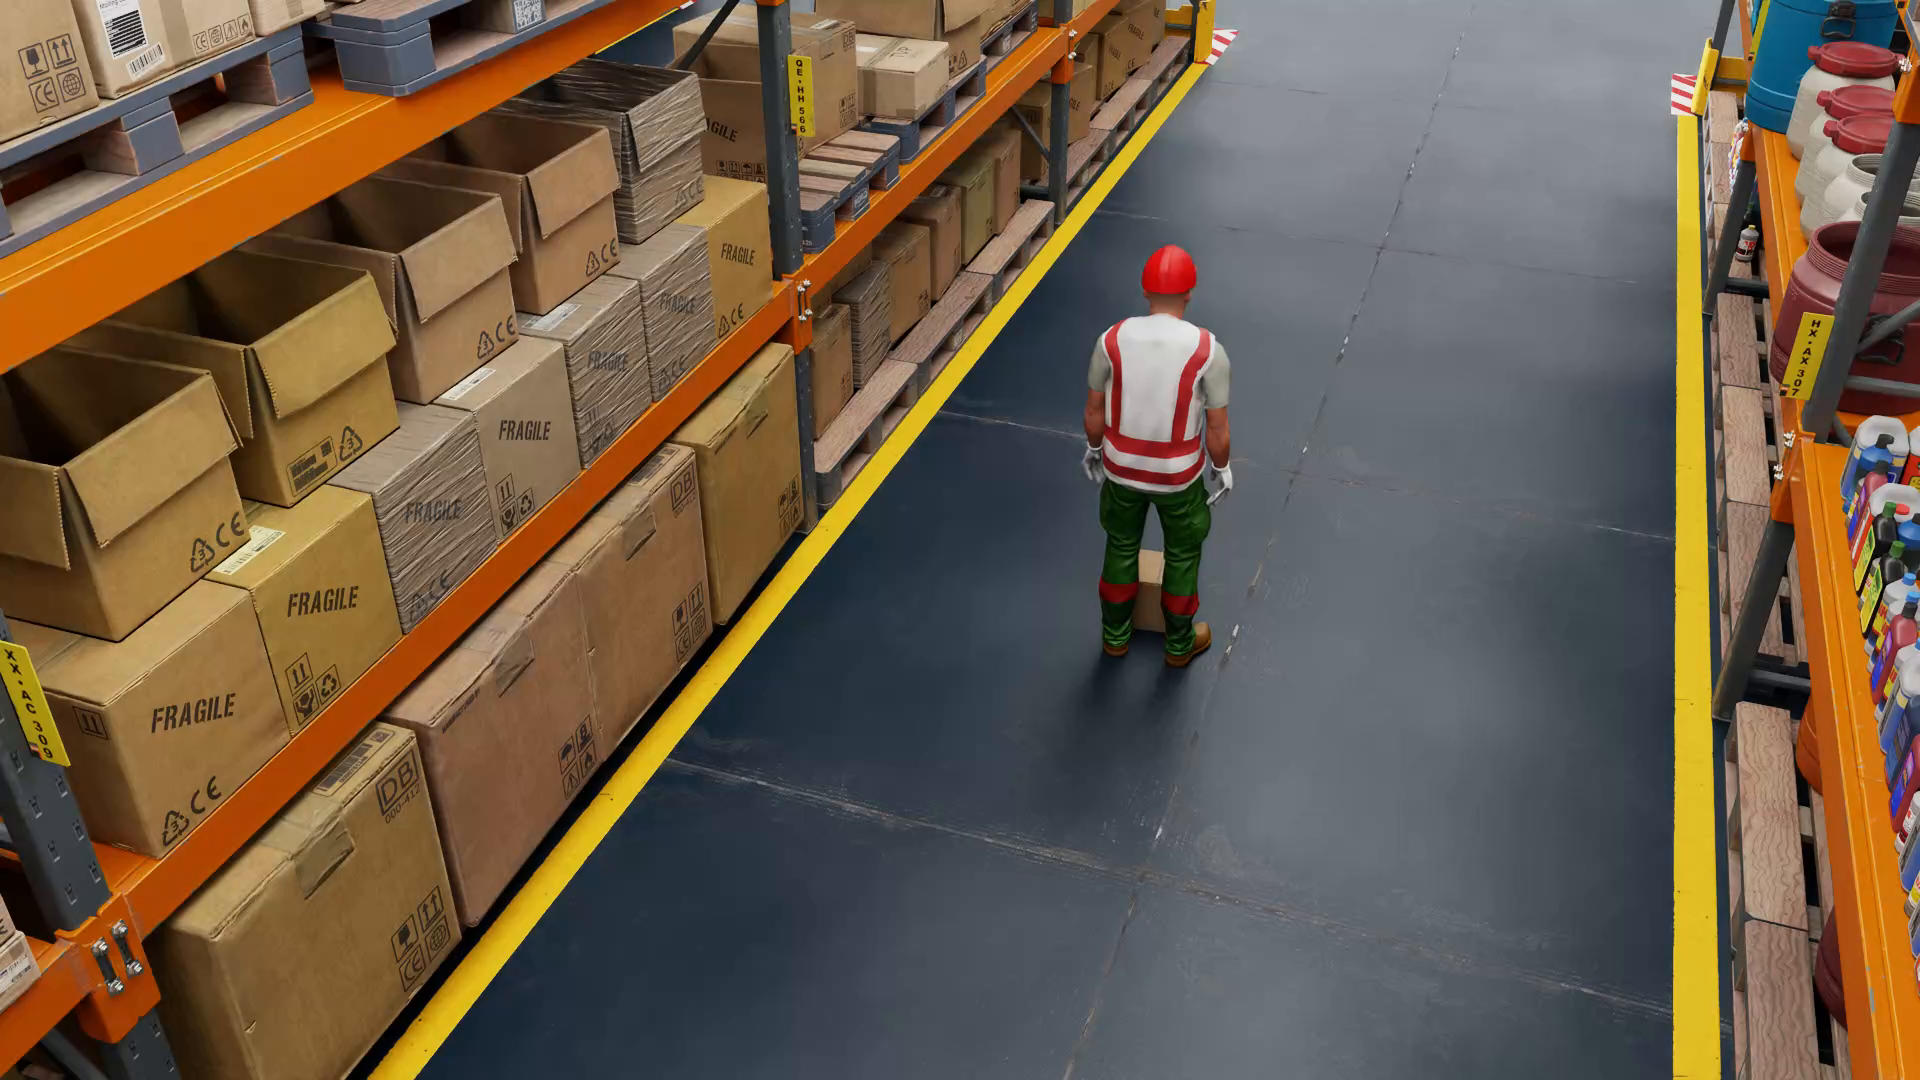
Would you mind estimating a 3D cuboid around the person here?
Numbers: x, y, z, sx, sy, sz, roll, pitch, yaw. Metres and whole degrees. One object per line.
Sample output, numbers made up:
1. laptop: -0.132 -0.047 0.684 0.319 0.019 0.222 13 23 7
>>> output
1. person: 0.781 -0.301 6.588 0.608 1.780 0.448 11 35 17
